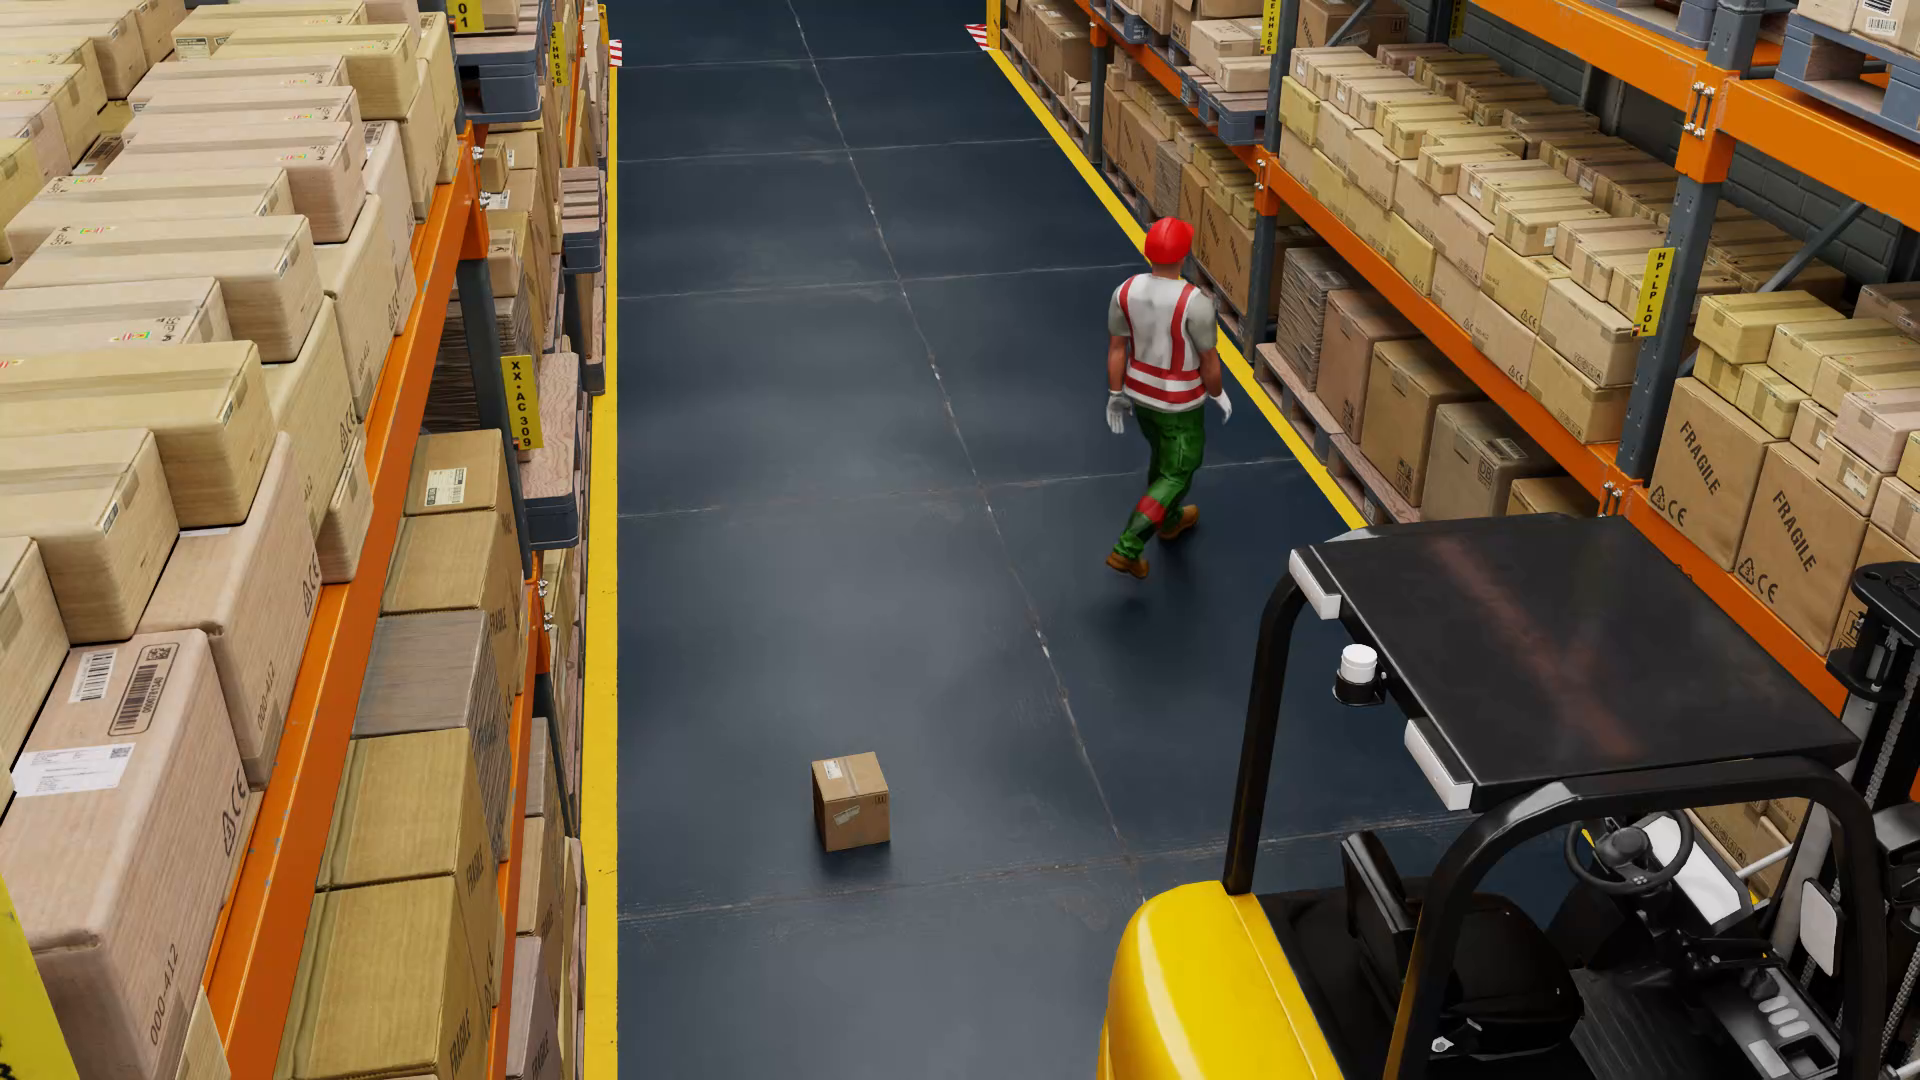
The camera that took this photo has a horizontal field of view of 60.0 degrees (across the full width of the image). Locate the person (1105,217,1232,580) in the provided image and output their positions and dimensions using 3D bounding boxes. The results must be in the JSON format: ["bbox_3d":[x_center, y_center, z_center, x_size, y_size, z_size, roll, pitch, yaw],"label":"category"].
[{"bbox_3d":[0.953,-0.664,7.741,0.524,1.760,0.952,25,38,36],"label":"person"}]
